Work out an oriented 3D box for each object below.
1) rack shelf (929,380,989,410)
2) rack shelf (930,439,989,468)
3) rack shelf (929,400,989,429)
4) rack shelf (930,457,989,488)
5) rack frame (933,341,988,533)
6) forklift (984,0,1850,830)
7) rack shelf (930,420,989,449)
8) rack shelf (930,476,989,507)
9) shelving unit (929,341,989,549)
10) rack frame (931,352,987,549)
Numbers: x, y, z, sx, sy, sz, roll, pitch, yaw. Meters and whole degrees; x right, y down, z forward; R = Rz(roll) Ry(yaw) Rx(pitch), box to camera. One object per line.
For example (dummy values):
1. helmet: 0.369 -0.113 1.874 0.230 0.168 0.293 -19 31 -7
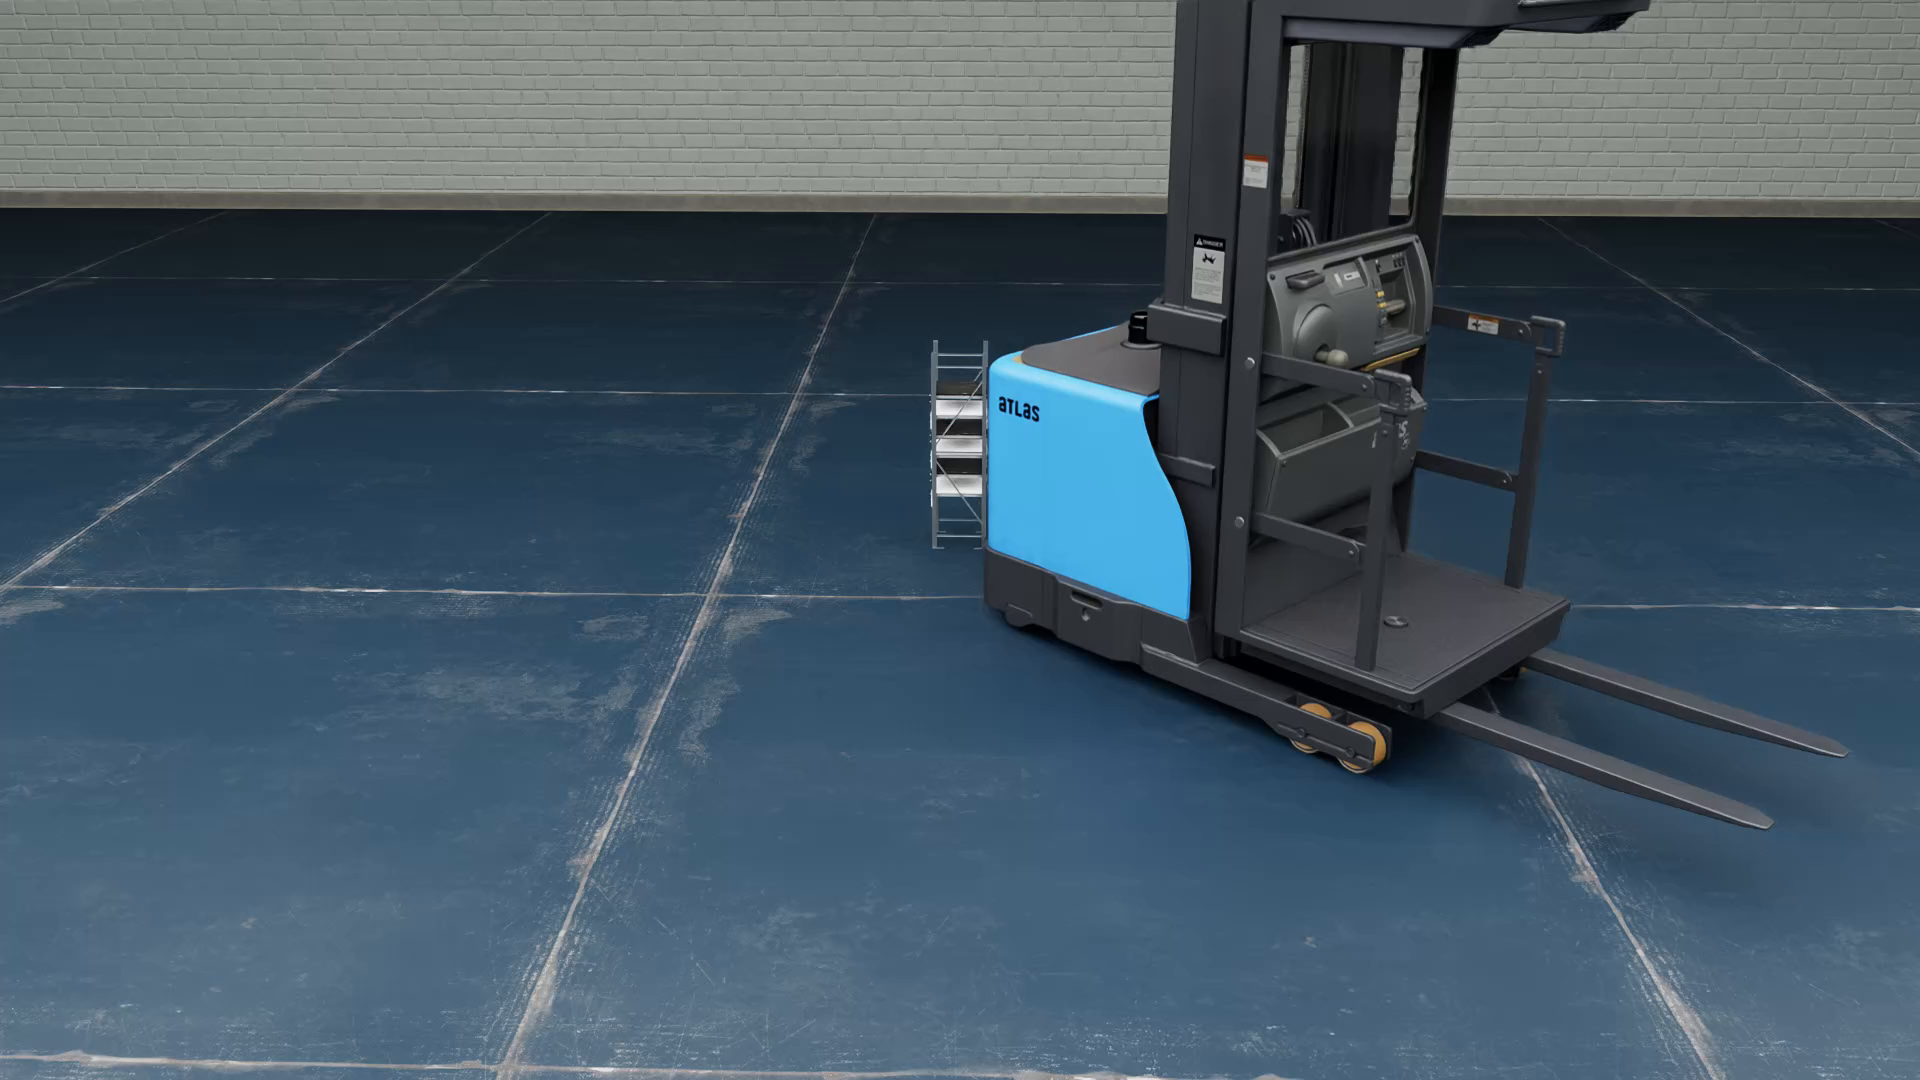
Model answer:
1. rack shelf: 0.000 -0.637 7.273 0.258 0.077 0.200 1 21 2
2. rack shelf: 0.000 -0.386 7.371 0.258 0.077 0.200 1 21 2
3. rack shelf: 0.000 -0.553 7.306 0.258 0.077 0.200 1 21 2
4. rack shelf: 0.000 -0.302 7.403 0.258 0.077 0.200 1 21 2
5. rack frame: 0.003 -0.453 7.453 0.240 0.900 0.006 1 21 2
6. forklift: 1.489 -0.803 5.546 1.130 2.935 3.031 -20 29 -41
7. rack shelf: 0.000 -0.469 7.338 0.258 0.077 0.200 1 21 2
8. rack shelf: 0.000 -0.218 7.436 0.258 0.077 0.200 1 21 2
9. shelving unit: 0.000 -0.417 7.359 0.258 0.900 0.210 1 21 2
10. rack frame: -0.003 -0.380 7.264 0.240 0.900 0.006 1 21 2
